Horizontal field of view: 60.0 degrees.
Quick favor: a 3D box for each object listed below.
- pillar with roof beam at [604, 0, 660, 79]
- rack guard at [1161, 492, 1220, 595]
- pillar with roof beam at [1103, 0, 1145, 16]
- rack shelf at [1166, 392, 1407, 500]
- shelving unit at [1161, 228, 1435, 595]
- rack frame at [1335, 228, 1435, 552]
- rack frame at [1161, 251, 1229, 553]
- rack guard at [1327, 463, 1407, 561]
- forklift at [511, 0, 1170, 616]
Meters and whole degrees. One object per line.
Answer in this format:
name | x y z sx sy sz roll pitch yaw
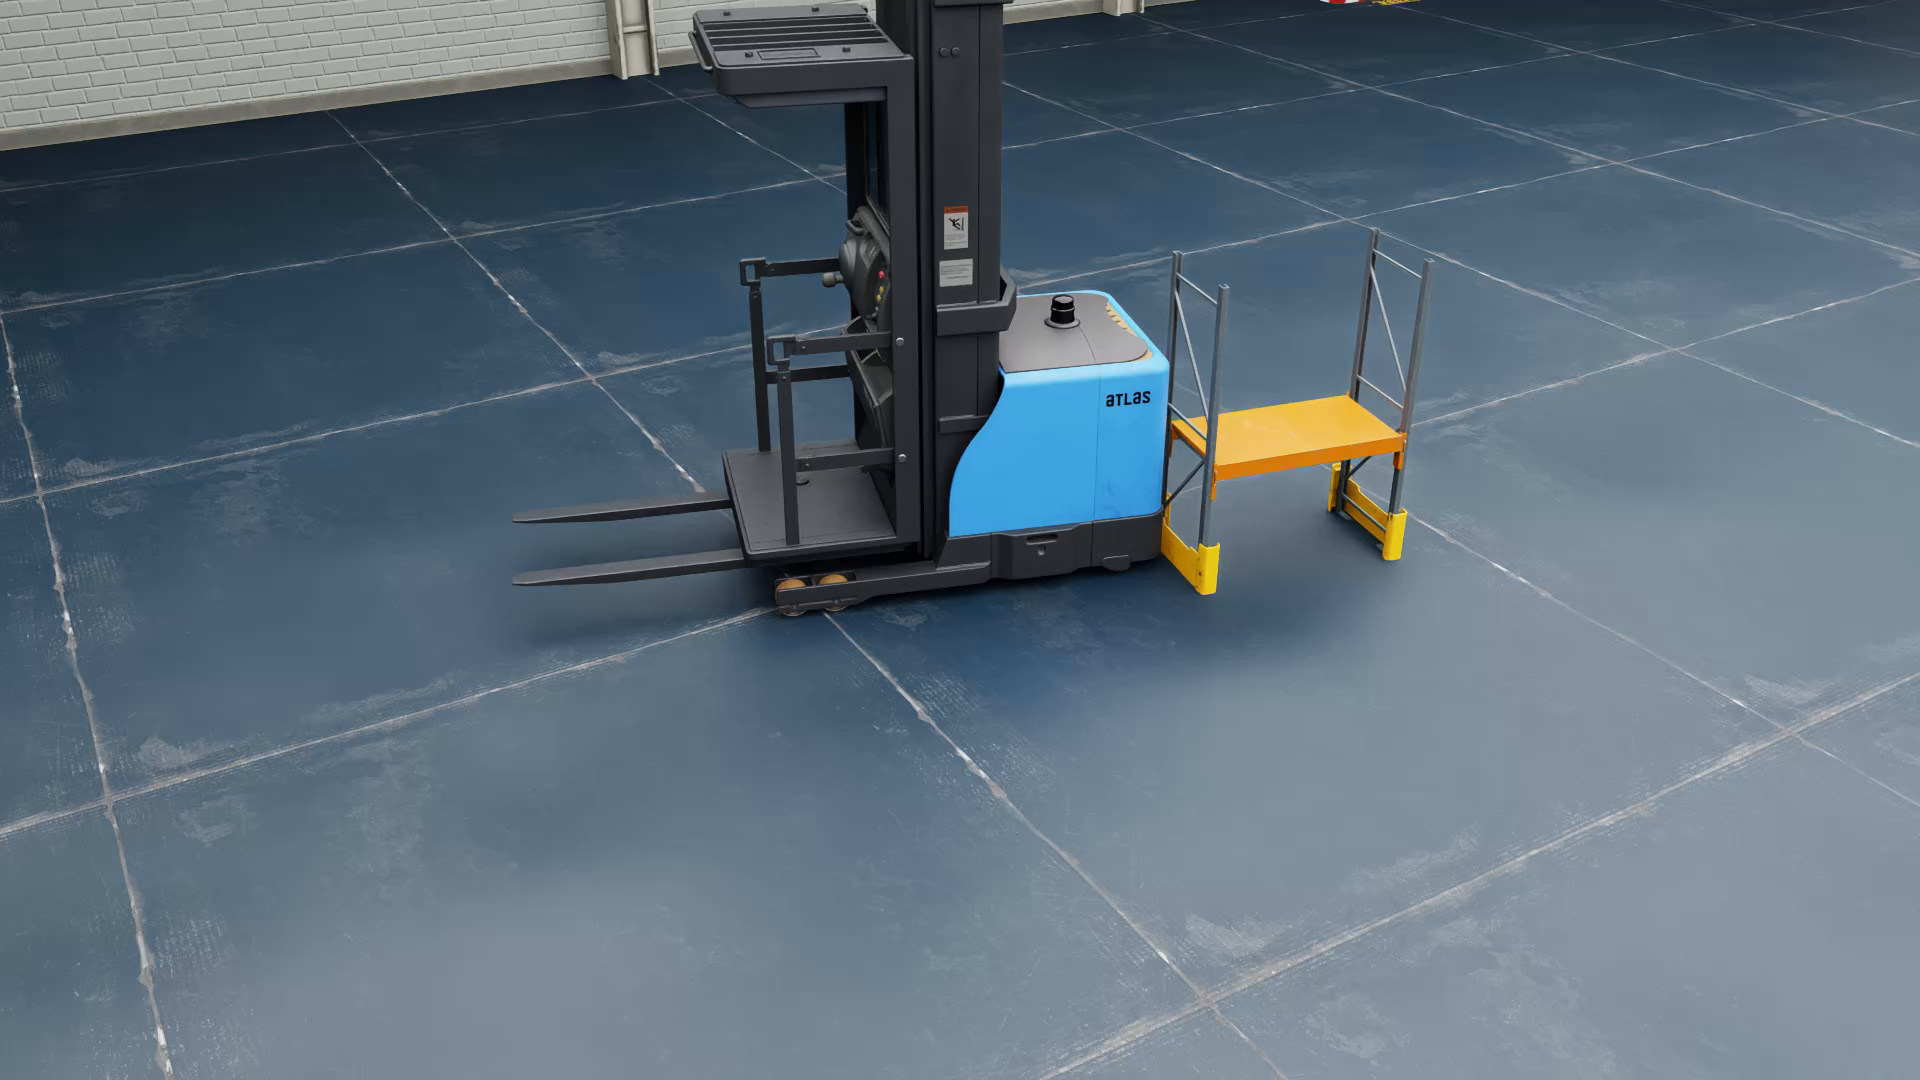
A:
pillar with roof beam | -1.090 -6.847 11.344 0.400 9.000 9.100 -16 33 -26
rack guard | 1.073 0.010 7.973 0.087 0.250 0.587 -9 30 -17
pillar with roof beam | 4.083 -8.316 14.006 0.400 9.000 9.100 -16 33 -26
rack shelf | 1.536 -0.456 7.897 1.000 0.185 0.538 -9 30 -17
shelving unit | 1.544 -0.615 7.813 1.083 1.500 0.587 -9 30 -17
rack frame | 2.016 -0.694 7.955 0.032 1.500 0.500 -9 30 -17
rack frame | 1.055 -0.534 7.665 0.032 1.500 0.500 -9 30 -17
rack guard | 2.015 -0.146 8.257 0.087 0.250 0.587 -9 30 -17
forklift | -0.606 -1.215 7.418 3.031 2.935 1.130 -6 30 -12
